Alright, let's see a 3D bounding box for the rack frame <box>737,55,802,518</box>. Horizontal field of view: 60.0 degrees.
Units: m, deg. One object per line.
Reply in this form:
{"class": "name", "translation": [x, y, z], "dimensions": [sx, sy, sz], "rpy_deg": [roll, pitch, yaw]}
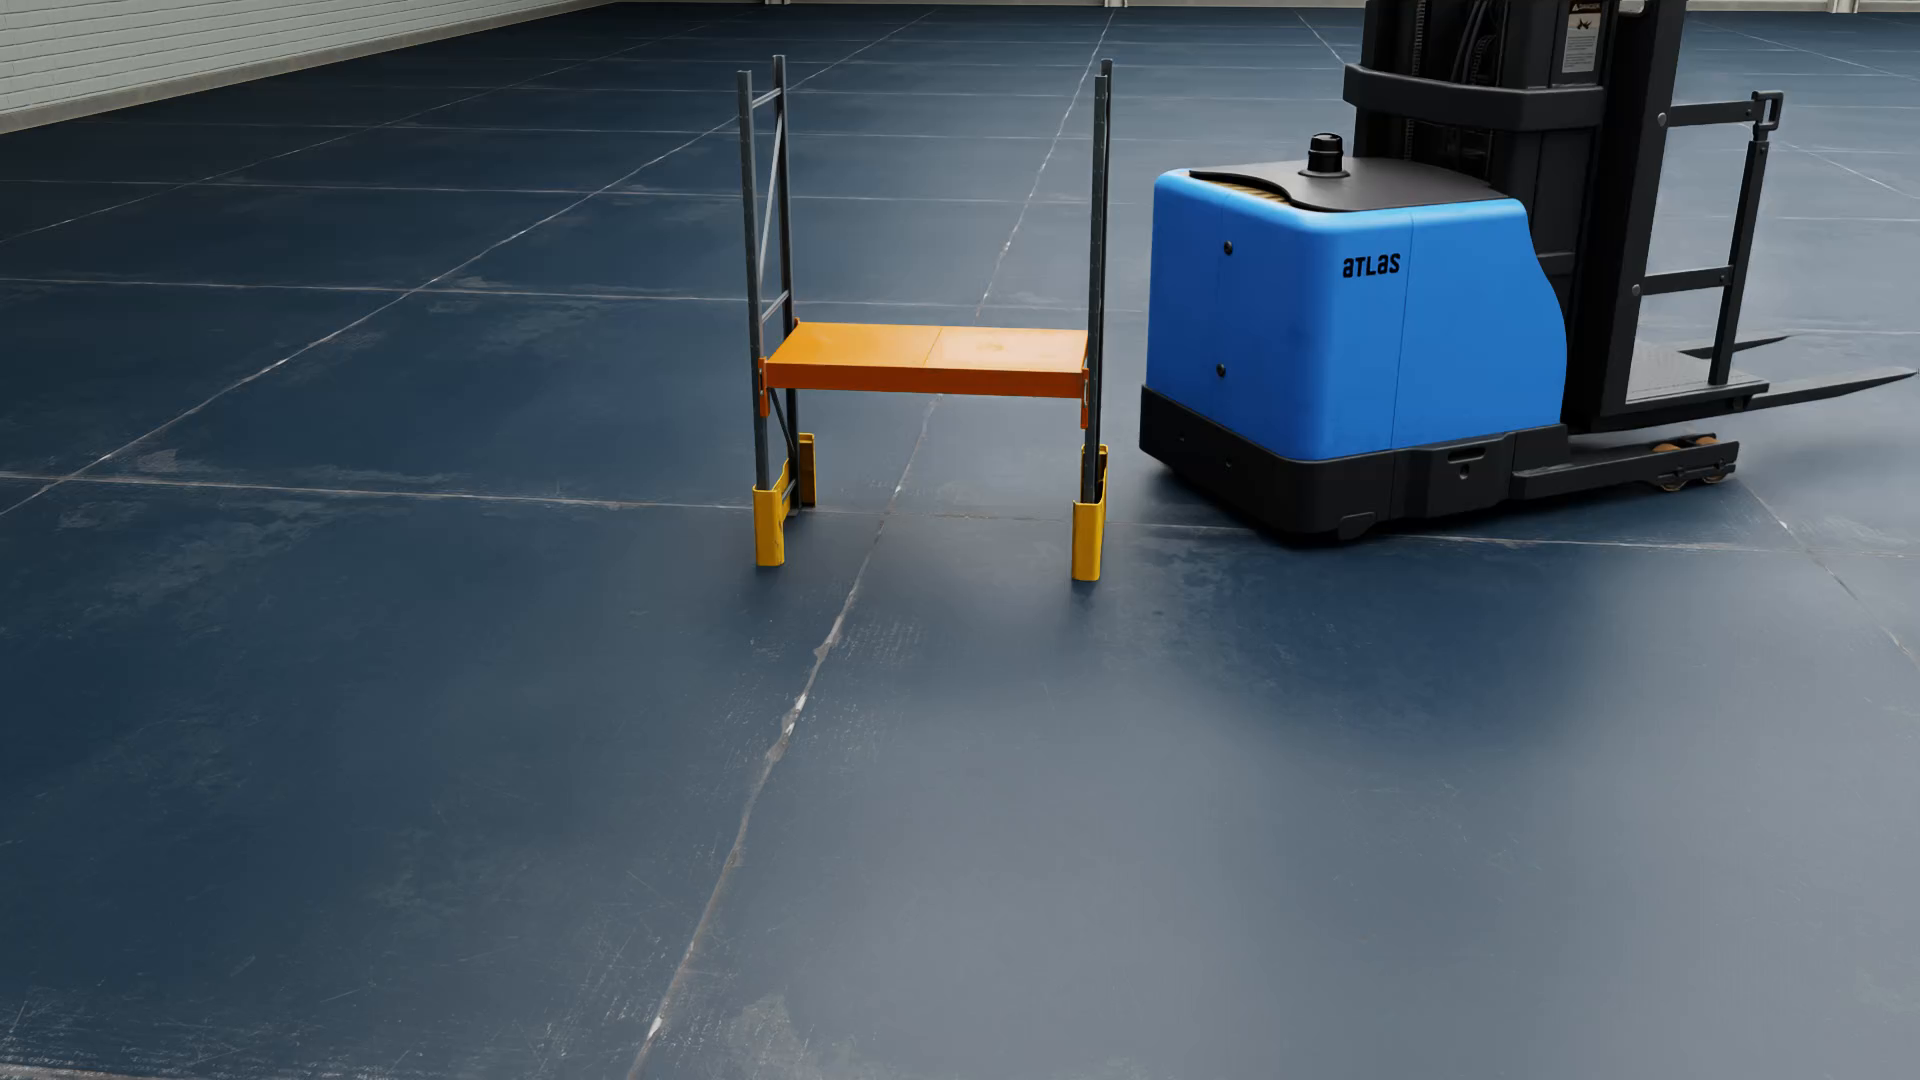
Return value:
{"class": "rack frame", "translation": [-0.590, -0.723, 5.229], "dimensions": [0.032, 1.500, 0.500], "rpy_deg": [2, 22, 6]}

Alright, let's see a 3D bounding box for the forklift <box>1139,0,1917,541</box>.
{"class": "forklift", "translation": [2.222, -1.702, 5.759], "dimensions": [3.031, 2.935, 1.130], "rpy_deg": [-9, 23, -22]}

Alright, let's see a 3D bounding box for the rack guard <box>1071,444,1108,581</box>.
{"class": "rack guard", "translation": [0.419, -0.098, 5.348], "dimensions": [0.087, 0.250, 0.587], "rpy_deg": [2, 22, 6]}

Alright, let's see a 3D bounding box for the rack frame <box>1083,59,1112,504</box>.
{"class": "rack frame", "translation": [0.420, -0.679, 5.118], "dimensions": [0.032, 1.500, 0.500], "rpy_deg": [2, 22, 6]}

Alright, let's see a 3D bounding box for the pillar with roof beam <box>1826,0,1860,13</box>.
{"class": "pillar with roof beam", "translation": [14.125, -11.378, 21.980], "dimensions": [0.400, 9.000, 9.100], "rpy_deg": [2, 22, 6]}

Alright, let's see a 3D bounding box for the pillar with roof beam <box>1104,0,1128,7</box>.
{"class": "pillar with roof beam", "translation": [2.209, -11.897, 23.294], "dimensions": [0.400, 9.000, 9.100], "rpy_deg": [2, 22, 6]}

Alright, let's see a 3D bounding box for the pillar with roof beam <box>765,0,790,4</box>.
{"class": "pillar with roof beam", "translation": [-3.749, -12.157, 23.950], "dimensions": [0.400, 9.000, 9.100], "rpy_deg": [2, 22, 6]}

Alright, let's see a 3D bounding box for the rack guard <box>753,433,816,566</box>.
{"class": "rack guard", "translation": [-0.570, -0.141, 5.457], "dimensions": [0.087, 0.250, 0.587], "rpy_deg": [2, 22, 6]}

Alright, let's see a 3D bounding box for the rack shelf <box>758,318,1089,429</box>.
{"class": "rack shelf", "translation": [-0.085, -0.534, 5.240], "dimensions": [1.000, 0.185, 0.538], "rpy_deg": [2, 22, 6]}

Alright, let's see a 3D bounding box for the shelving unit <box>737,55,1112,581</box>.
{"class": "shelving unit", "translation": [-0.076, -0.701, 5.172], "dimensions": [1.083, 1.500, 0.587], "rpy_deg": [2, 22, 6]}
